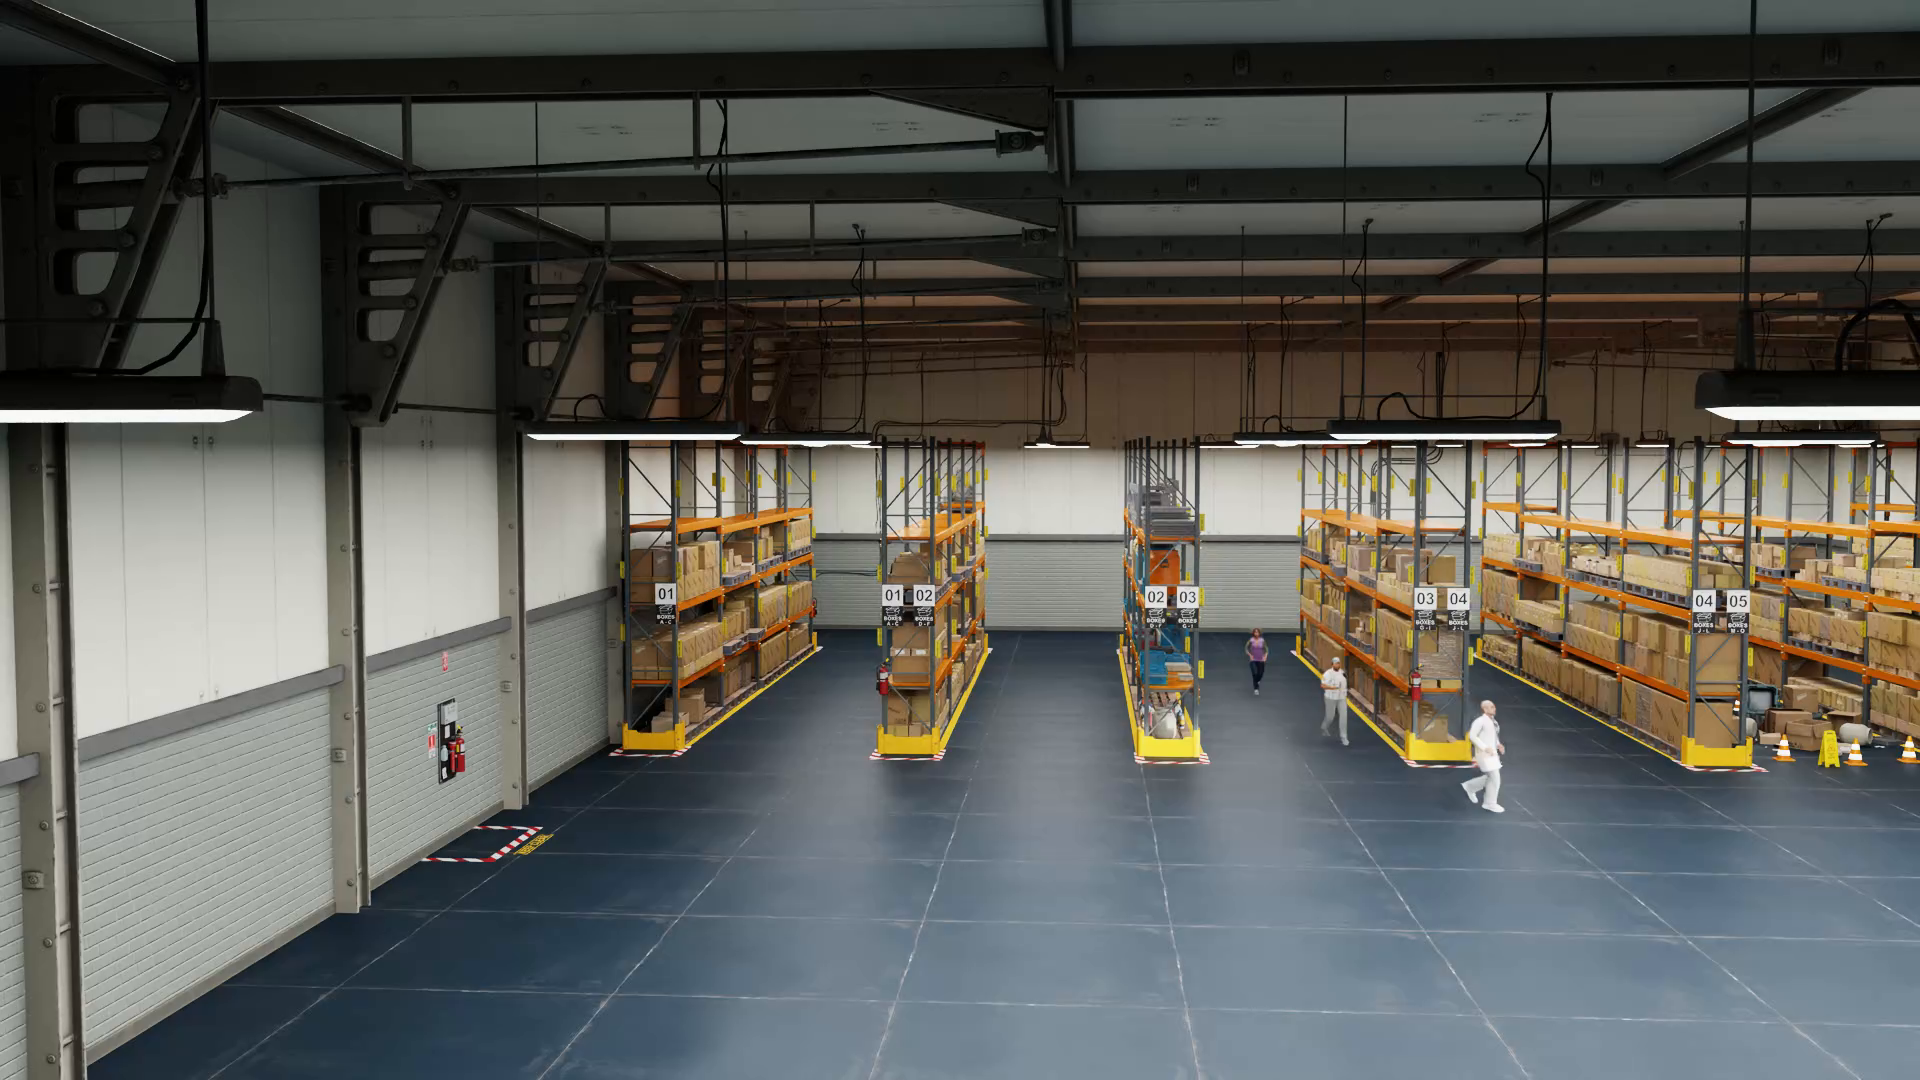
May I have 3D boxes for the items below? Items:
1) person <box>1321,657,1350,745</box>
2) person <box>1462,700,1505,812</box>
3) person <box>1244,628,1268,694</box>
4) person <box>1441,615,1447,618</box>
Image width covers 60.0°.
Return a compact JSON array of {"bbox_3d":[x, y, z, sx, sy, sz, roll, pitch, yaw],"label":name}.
[{"bbox_3d":[7.369,3.131,32.656,0.608,1.674,0.925,-1,3,-11],"label":"person"},{"bbox_3d":[8.356,3.433,26.572,0.740,1.758,0.727,2,4,38],"label":"person"},{"bbox_3d":[6.993,2.846,39.250,0.562,1.557,0.574,0,3,2],"label":"person"},{"bbox_3d":[13.411,2.368,47.052,0.742,1.681,0.791,-2,4,-32],"label":"person"}]
